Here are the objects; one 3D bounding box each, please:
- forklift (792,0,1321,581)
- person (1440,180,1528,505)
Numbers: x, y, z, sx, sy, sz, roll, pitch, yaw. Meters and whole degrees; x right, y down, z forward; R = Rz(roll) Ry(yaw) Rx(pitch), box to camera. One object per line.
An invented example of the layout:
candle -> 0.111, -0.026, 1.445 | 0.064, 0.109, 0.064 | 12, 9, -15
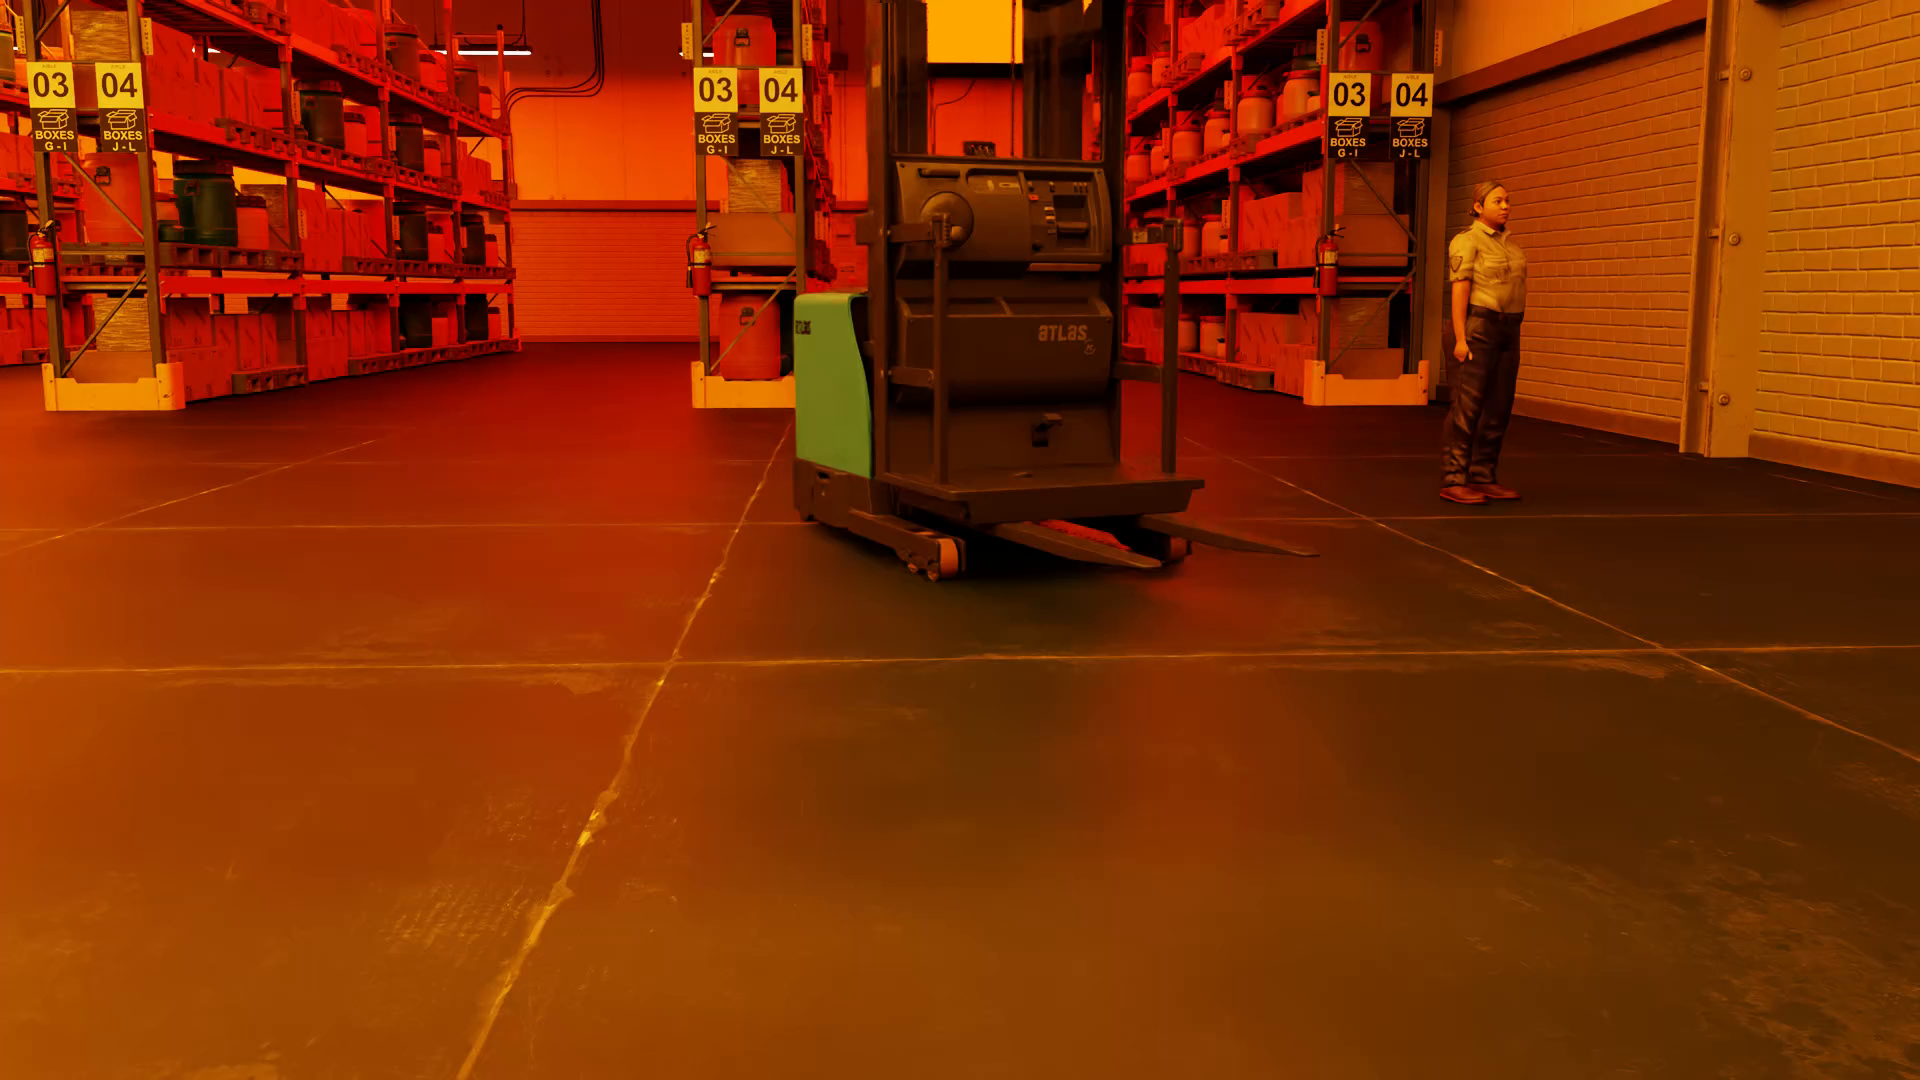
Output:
forklift -> 0.273, -1.367, 6.535 | 1.130, 2.935, 3.031 | -4, 9, -24
person -> 2.727, -1.028, 8.637 | 0.479, 1.653, 0.348 | -7, 11, -38
